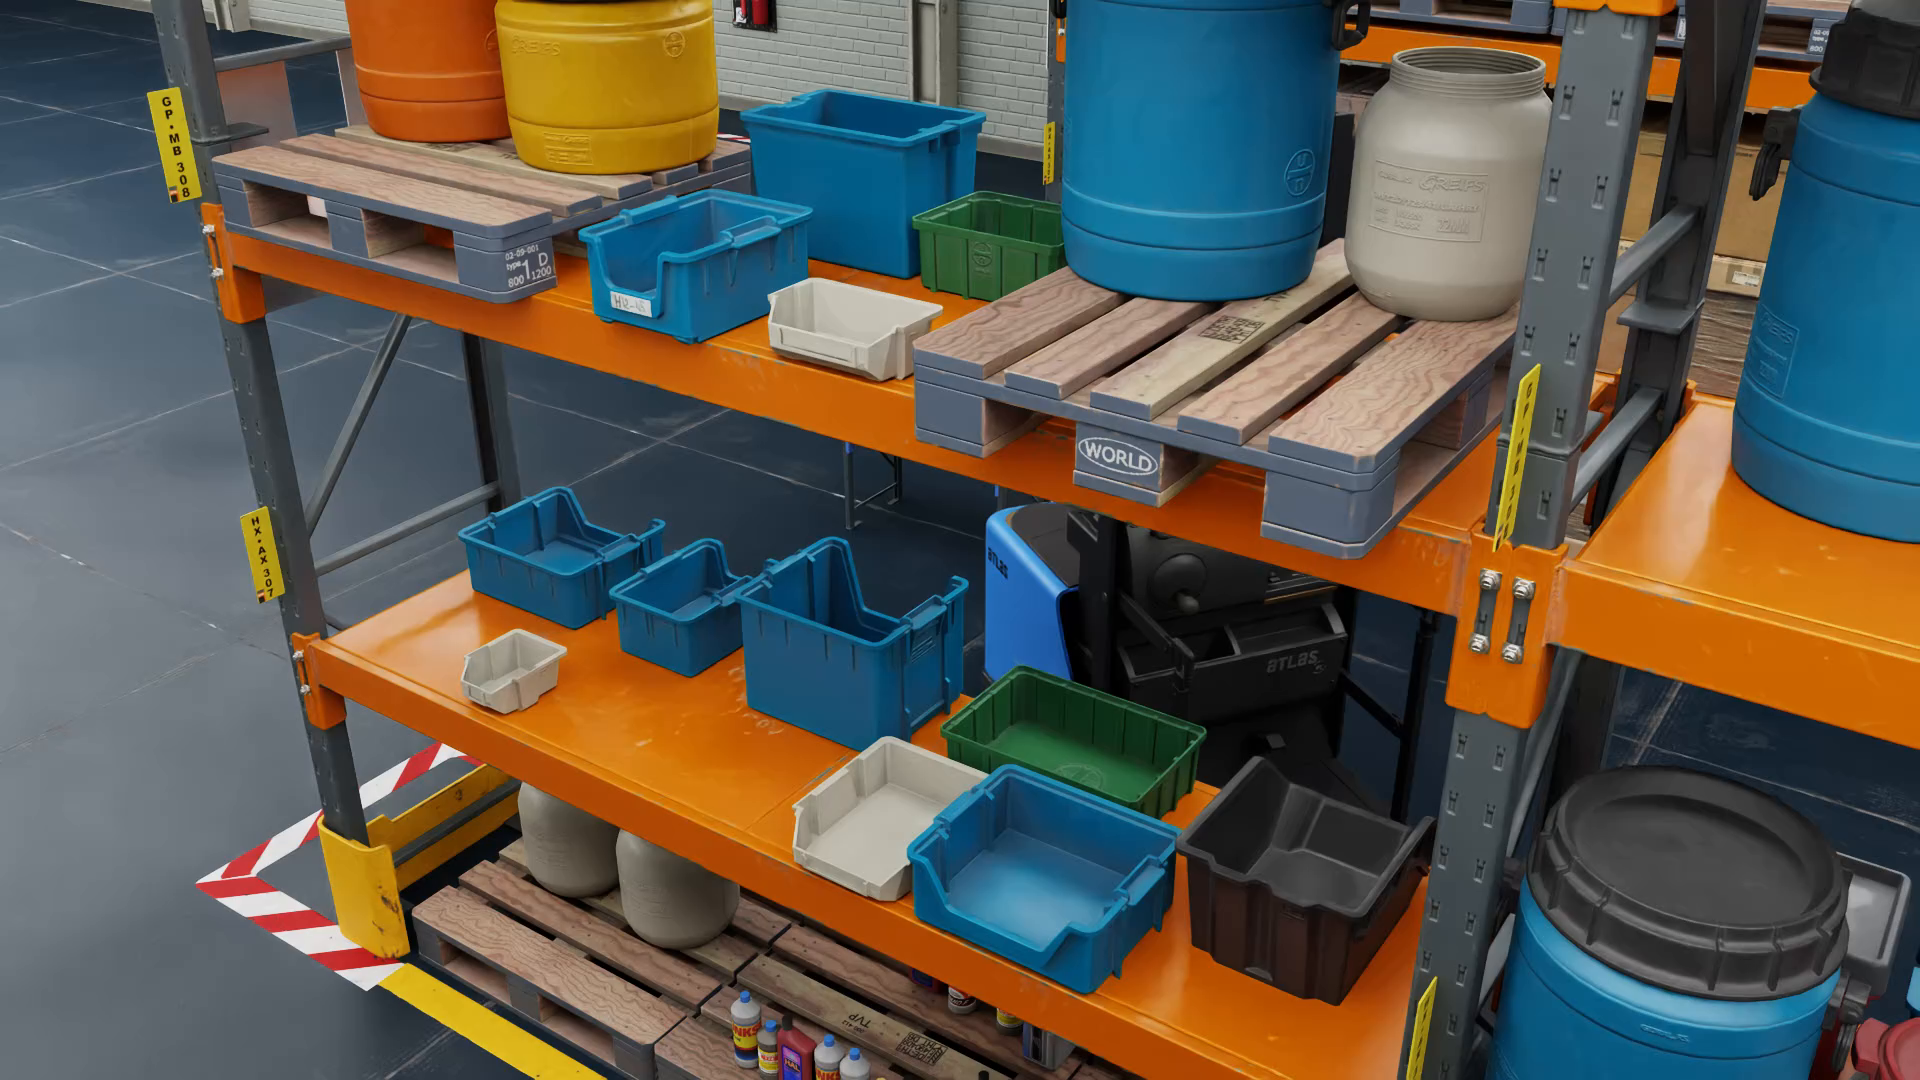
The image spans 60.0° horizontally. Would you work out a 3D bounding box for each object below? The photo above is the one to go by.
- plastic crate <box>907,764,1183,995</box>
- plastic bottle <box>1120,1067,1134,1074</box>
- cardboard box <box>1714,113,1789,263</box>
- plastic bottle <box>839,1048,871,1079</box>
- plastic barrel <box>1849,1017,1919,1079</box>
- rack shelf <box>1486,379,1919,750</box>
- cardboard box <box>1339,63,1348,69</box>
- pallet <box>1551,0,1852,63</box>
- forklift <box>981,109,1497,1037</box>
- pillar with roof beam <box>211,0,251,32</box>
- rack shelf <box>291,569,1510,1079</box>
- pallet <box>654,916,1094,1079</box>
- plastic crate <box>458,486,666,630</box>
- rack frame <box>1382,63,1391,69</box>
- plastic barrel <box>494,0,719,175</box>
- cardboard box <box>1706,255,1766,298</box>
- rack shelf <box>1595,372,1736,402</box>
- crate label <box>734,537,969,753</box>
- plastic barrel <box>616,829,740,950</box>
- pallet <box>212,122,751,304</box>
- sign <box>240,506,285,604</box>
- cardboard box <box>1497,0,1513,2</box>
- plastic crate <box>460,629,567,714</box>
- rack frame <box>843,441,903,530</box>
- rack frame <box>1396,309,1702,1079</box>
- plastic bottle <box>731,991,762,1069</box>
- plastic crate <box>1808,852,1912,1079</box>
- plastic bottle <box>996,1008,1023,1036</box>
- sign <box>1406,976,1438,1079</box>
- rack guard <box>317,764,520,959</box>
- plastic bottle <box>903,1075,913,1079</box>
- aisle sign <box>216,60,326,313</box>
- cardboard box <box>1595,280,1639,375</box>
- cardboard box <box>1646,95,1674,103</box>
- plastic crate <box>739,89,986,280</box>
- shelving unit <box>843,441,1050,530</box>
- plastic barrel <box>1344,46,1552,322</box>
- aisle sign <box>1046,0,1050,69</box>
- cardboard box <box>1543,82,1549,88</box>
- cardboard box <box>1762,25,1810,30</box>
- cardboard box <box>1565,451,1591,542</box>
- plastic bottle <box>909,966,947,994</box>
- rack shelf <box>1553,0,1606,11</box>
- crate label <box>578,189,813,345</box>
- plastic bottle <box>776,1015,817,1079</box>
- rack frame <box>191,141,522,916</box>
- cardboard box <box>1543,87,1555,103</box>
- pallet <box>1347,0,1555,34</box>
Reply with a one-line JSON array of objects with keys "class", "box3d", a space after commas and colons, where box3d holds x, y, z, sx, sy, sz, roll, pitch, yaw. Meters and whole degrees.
[{"class": "plastic crate", "box3d": [0.226, 0.881, 4.376, 0.616, 0.251, 0.499, 17, 32, 30]}, {"class": "plastic bottle", "box3d": [0.563, 1.583, 5.356, 0.097, 0.271, 0.097, 0, 27, 0]}, {"class": "cardboard box", "box3d": [3.730, -1.588, 7.522, 0.500, 0.500, 0.700, 17, 32, 31]}, {"class": "plastic bottle", "box3d": [-0.323, 1.686, 5.153, 0.097, 0.271, 0.097, 0, 27, 0]}, {"class": "plastic barrel", "box3d": [1.956, 1.265, 3.308, 0.433, 0.535, 0.433, 0, 27, 0]}, {"class": "rack shelf", "box3d": [2.940, 0.495, 2.456, 4.000, 0.370, 1.077, 17, 32, 30]}, {"class": "cardboard box", "box3d": [1.660, -2.232, 8.788, 0.500, 0.500, 0.700, 16, 31, 29]}, {"class": "pallet", "box3d": [3.381, -2.360, 7.371, 1.213, 0.211, 1.003, 17, 32, 30]}, {"class": "forklift", "box3d": [1.108, 0.067, 5.887, 1.130, 2.935, 3.031, -10, 29, -19]}, {"class": "pillar with roof beam", "box3d": [-12.604, -9.564, 18.121, 0.400, 9.000, 9.100, 17, 32, 30]}, {"class": "rack shelf", "box3d": [-0.357, 0.804, 5.155, 4.000, 0.370, 1.077, 17, 32, 30]}, {"class": "pallet", "box3d": [-0.248, 1.739, 5.600, 1.213, 0.211, 1.003, 17, 32, 30]}, {"class": "plastic crate", "box3d": [-1.424, 0.053, 6.002, 0.616, 0.251, 0.499, 17, 32, 30]}, {"class": "rack frame", "box3d": [3.603, -3.734, 13.279, 0.127, 3.000, 1.000, 17, 32, 30]}, {"class": "plastic barrel", "box3d": [-0.994, -1.392, 4.701, 0.600, 0.588, 0.600, 0, 27, 0]}, {"class": "cardboard box", "box3d": [3.551, -1.241, 7.556, 0.250, 0.149, 0.380, 17, 31, 29]}, {"class": "rack shelf", "box3d": [2.450, -1.046, 8.792, 4.000, 0.370, 1.077, 17, 32, 30]}, {"class": "crate label", "box3d": [-0.335, 0.326, 5.263, 0.616, 0.435, 0.502, 17, 32, 30]}, {"class": "plastic barrel", "box3d": [-1.007, 1.161, 5.941, 0.421, 0.512, 0.421, 0, 27, 0]}, {"class": "pallet", "box3d": [-1.379, -1.033, 4.874, 1.213, 0.211, 1.003, 17, 32, 30]}, {"class": "sign", "box3d": [-2.321, 0.051, 5.536, 0.005, 0.325, 0.100, 17, 32, 30]}, {"class": "cardboard box", "box3d": [4.112, -3.968, 13.057, 0.500, 0.500, 0.500, 17, 31, 30]}, {"class": "plastic crate", "box3d": [-1.450, 0.438, 5.373, 0.250, 0.136, 0.298, 17, 32, 30]}, {"class": "rack frame", "box3d": [-0.489, -0.821, 9.209, 0.032, 1.500, 0.500, 17, 32, 30]}, {"class": "rack frame", "box3d": [1.292, 0.997, 3.983, 0.127, 3.000, 1.000, 17, 32, 30]}, {"class": "plastic bottle", "box3d": [-0.688, 1.572, 5.376, 0.097, 0.271, 0.097, 0, 27, 0]}, {"class": "plastic crate", "box3d": [1.864, 0.979, 3.949, 0.583, 0.464, 0.402, 17, 32, 30]}, {"class": "plastic bottle", "box3d": [0.169, 1.537, 5.523, 0.097, 0.201, 0.097, 0, 27, 0]}, {"class": "sign", "box3d": [0.971, 1.077, 3.521, 0.005, 0.325, 0.100, 17, 32, 30]}, {"class": "rack guard", "box3d": [-1.916, 1.086, 6.564, 0.348, 0.500, 1.175, 17, 32, 30]}, {"class": "plastic bottle", "box3d": [-0.156, 1.738, 5.051, 0.097, 0.271, 0.097, 0, 27, 0]}, {"class": "aisle sign", "box3d": [-2.231, -1.097, 5.233, 0.004, 0.787, 0.394, 17, 32, 30]}, {"class": "cardboard box", "box3d": [3.291, -1.143, 8.078, 0.500, 0.500, 0.700, 17, 32, 30]}, {"class": "cardboard box", "box3d": [5.083, -3.381, 11.903, 0.500, 0.500, 0.500, 18, 32, 32]}, {"class": "plastic crate", "box3d": [-0.263, -0.982, 4.583, 0.575, 0.384, 0.392, 17, 32, 30]}, {"class": "shelving unit", "box3d": [-0.070, -0.690, 8.953, 1.048, 1.500, 0.538, 17, 32, 30]}, {"class": "plastic barrel", "box3d": [1.048, -0.760, 3.543, 0.421, 0.512, 0.421, 0, 27, 0]}, {"class": "aisle sign", "box3d": [0.574, -2.942, 8.857, 0.004, 0.787, 0.394, 17, 32, 30]}, {"class": "cardboard box", "box3d": [4.229, -3.644, 12.420, 0.500, 0.500, 0.500, 17, 32, 30]}, {"class": "cardboard box", "box3d": [5.799, -3.446, 12.030, 0.500, 0.500, 0.500, 18, 32, 32]}, {"class": "cardboard box", "box3d": [3.188, -0.320, 8.312, 0.500, 0.500, 0.500, 17, 32, 30]}, {"class": "plastic bottle", "box3d": [-0.111, 1.407, 5.687, 0.133, 0.283, 0.061, 17, 32, 30]}, {"class": "rack shelf", "box3d": [-0.357, -1.691, 3.885, 4.000, 0.370, 1.077, 17, 32, 30]}, {"class": "crate label", "box3d": [-0.650, -0.696, 4.167, 0.408, 0.251, 0.502, 17, 32, 30]}, {"class": "plastic bottle", "box3d": [-0.511, 1.632, 5.246, 0.133, 0.283, 0.061, 18, 32, 31]}, {"class": "rack frame", "box3d": [-2.006, -0.030, 6.001, 0.127, 3.000, 1.000, 17, 32, 30]}, {"class": "cardboard box", "box3d": [2.900, -1.846, 8.029, 0.500, 0.500, 0.700, 17, 32, 30]}, {"class": "pallet", "box3d": [2.380, -2.674, 7.987, 1.213, 0.211, 1.003, 17, 32, 30]}]
